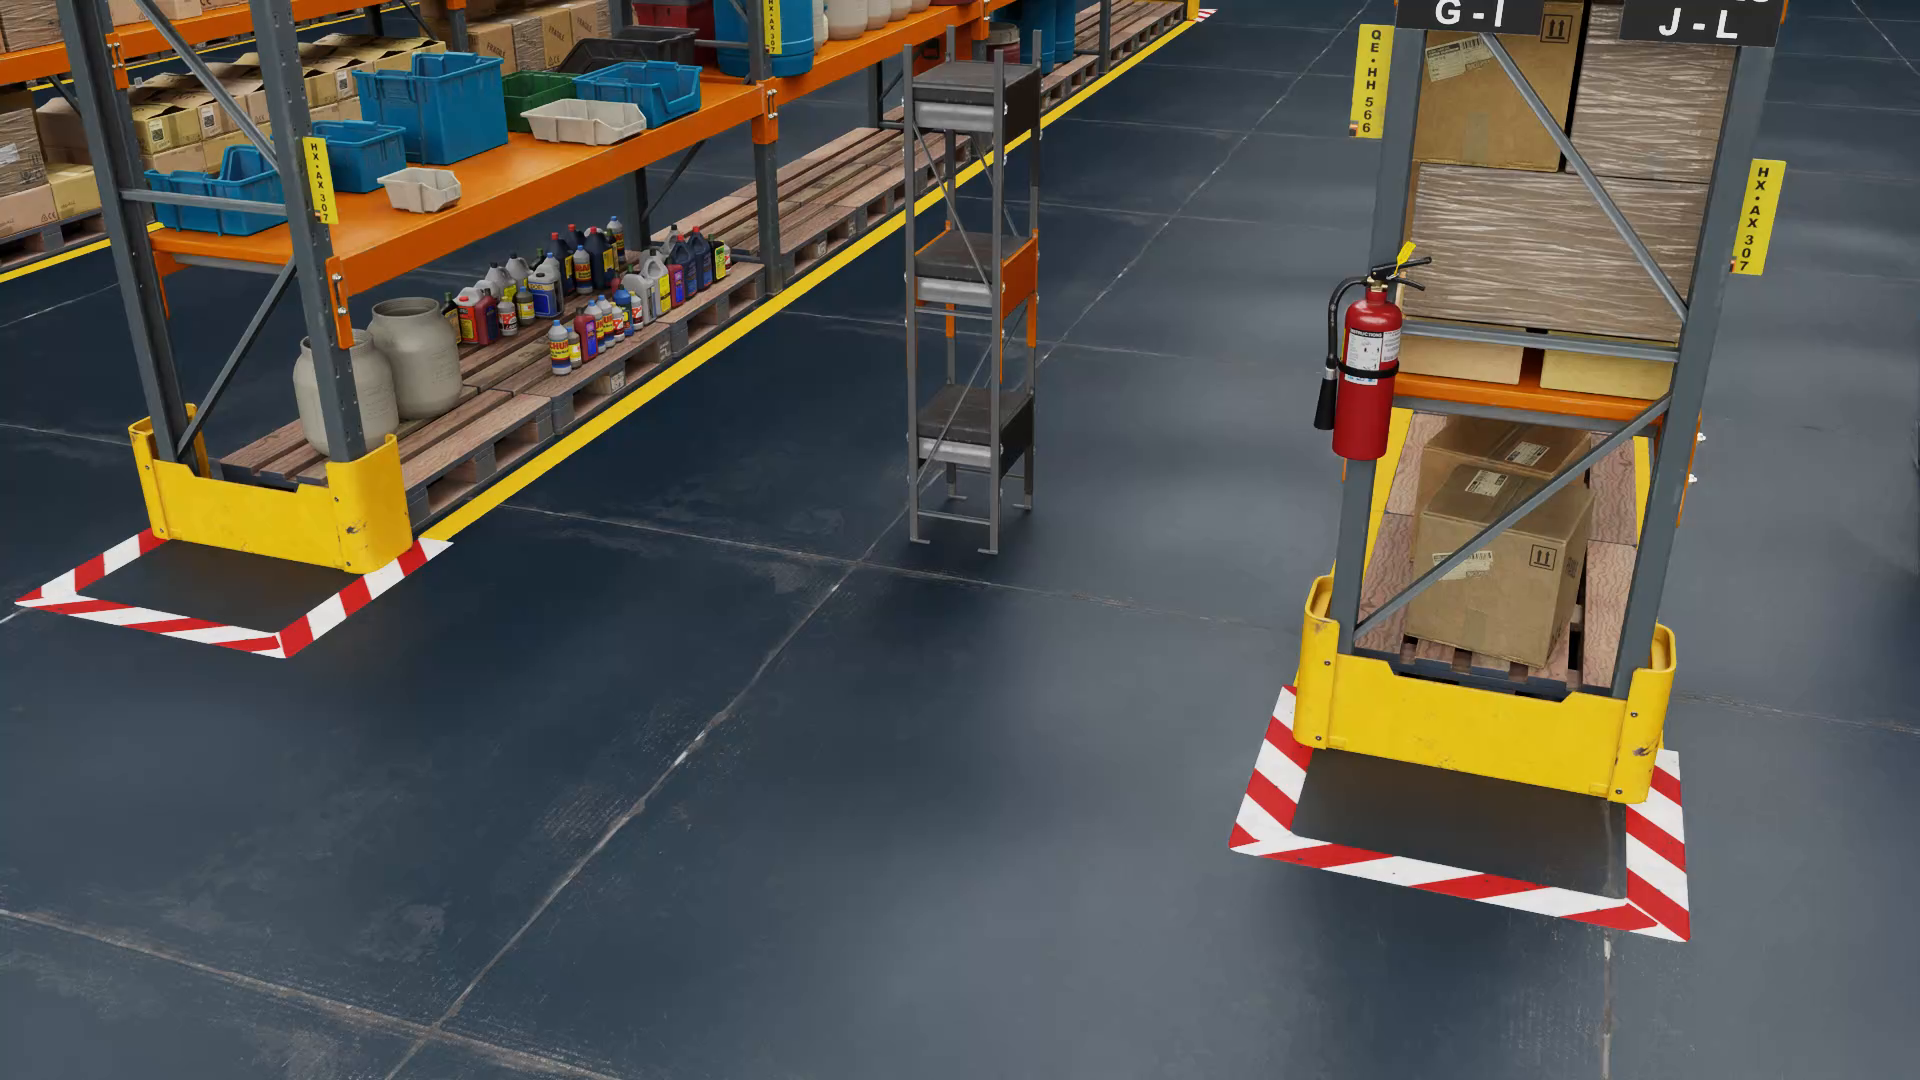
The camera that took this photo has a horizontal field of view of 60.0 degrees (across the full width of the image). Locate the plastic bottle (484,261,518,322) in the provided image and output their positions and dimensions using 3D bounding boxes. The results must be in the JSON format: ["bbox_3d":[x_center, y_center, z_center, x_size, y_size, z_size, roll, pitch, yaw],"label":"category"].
[{"bbox_3d":[-2.534,-1.367,9.165,0.144,0.351,0.185,10,28,20],"label":"plastic bottle"}]

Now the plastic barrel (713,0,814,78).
[{"bbox_3d":[-1.194,-3.302,10.052,0.600,0.901,0.708,9,27,17],"label":"plastic barrel"}]

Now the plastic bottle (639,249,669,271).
[{"bbox_3d":[-1.763,-1.559,9.649,0.152,0.276,0.135,9,27,17],"label":"plastic bottle"}]

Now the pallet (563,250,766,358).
[{"bbox_3d":[-1.871,-1.436,9.974,1.003,0.211,1.213,9,27,17],"label":"pallet"}]

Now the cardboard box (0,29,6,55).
[{"bbox_3d":[-6.589,-3.325,10.560,0.700,0.500,0.500,8,27,17],"label":"cardboard box"}]

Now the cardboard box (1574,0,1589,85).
[{"bbox_3d":[2.670,-2.031,6.399,0.500,0.500,0.500,9,27,17],"label":"cardboard box"}]

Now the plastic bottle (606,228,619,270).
[{"bbox_3d":[-2.109,-1.717,9.967,0.061,0.283,0.133,9,27,17],"label":"plastic bottle"}]

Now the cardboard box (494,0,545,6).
[{"bbox_3d":[-4.506,-5.598,16.874,0.500,0.250,0.500,8,27,16],"label":"cardboard box"}]

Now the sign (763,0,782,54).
[{"bbox_3d":[-1.093,-3.001,9.689,0.100,0.325,0.005,9,27,17],"label":"sign"}]

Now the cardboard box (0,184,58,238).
[{"bbox_3d":[-6.402,-2.206,11.038,0.500,0.250,0.500,9,27,17],"label":"cardboard box"}]

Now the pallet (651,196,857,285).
[{"bbox_3d":[-1.384,-2.034,11.209,1.003,0.211,1.213,9,27,17],"label":"pallet"}]

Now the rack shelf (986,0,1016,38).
[{"bbox_3d":[0.388,-5.103,15.173,1.077,0.370,4.000,9,27,17],"label":"rack shelf"}]

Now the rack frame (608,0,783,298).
[{"bbox_3d":[-1.608,-2.961,9.924,1.000,3.000,0.127,9,27,17],"label":"rack frame"}]

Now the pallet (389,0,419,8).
[{"bbox_3d":[-7.557,-7.234,21.950,1.003,0.211,1.213,9,27,17],"label":"pallet"}]

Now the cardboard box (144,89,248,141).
[{"bbox_3d":[-5.734,-3.223,12.495,0.500,0.311,0.500,8,27,17],"label":"cardboard box"}]

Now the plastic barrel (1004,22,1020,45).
[{"bbox_3d":[0.349,-4.587,15.654,0.421,0.512,0.421,0,26,0],"label":"plastic barrel"}]

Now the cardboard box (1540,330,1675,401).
[{"bbox_3d":[2.051,-0.569,5.270,0.380,0.149,0.250,9,27,17],"label":"cardboard box"}]

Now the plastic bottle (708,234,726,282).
[{"bbox_3d":[-1.457,-1.691,9.913,0.061,0.283,0.133,10,28,20],"label":"plastic bottle"}]

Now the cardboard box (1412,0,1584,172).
[{"bbox_3d":[1.681,-1.490,5.281,0.500,0.500,0.500,9,27,17],"label":"cardboard box"}]

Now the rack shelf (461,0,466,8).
[{"bbox_3d":[-4.281,-5.823,16.660,1.077,0.370,4.000,9,27,17],"label":"rack shelf"}]

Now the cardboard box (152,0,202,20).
[{"bbox_3d":[-5.790,-3.902,12.156,0.380,0.149,0.250,9,27,17],"label":"cardboard box"}]

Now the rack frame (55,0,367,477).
[{"bbox_3d":[-2.939,-1.317,6.529,1.000,3.000,0.127,9,27,17],"label":"rack frame"}]

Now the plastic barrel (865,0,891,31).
[{"bbox_3d":[-0.695,-3.863,11.630,0.433,0.535,0.433,0,26,0],"label":"plastic barrel"}]

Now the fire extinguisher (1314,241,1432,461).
[{"bbox_3d":[1.259,-0.584,5.103,0.296,0.674,0.183,9,27,17],"label":"fire extinguisher"}]

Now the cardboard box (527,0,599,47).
[{"bbox_3d":[-4.017,-5.180,16.870,0.500,0.500,0.500,8,27,16],"label":"cardboard box"}]

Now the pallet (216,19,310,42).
[{"bbox_3d":[-8.474,-6.102,19.611,1.003,0.211,1.213,9,27,17],"label":"pallet"}]

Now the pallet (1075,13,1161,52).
[{"bbox_3d":[1.666,-5.804,18.996,1.003,0.211,1.213,9,27,17],"label":"pallet"}]

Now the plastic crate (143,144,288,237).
[{"bbox_3d":[-3.055,-1.499,7.075,0.499,0.251,0.616,9,27,17],"label":"plastic crate"}]

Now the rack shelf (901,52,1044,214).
[{"bbox_3d":[0.055,-1.631,6.634,0.431,0.518,0.480,9,27,17],"label":"rack shelf"}]

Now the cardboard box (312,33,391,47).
[{"bbox_3d":[-5.398,-4.356,14.834,0.500,0.311,0.500,10,27,19],"label":"cardboard box"}]

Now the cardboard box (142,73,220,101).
[{"bbox_3d":[-6.078,-3.512,13.092,0.500,0.311,0.500,9,27,17],"label":"cardboard box"}]

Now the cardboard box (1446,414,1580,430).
[{"bbox_3d":[2.348,-0.422,7.067,0.500,0.500,0.500,11,28,22],"label":"cardboard box"}]

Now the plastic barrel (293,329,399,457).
[{"bbox_3d":[-2.792,-0.668,7.561,0.421,0.512,0.421,0,26,0],"label":"plastic barrel"}]

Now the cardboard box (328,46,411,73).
[{"bbox_3d":[-5.056,-4.063,14.229,0.500,0.311,0.500,8,27,17],"label":"cardboard box"}]

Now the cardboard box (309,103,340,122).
[{"bbox_3d":[-5.399,-3.394,13.492,0.500,0.250,0.500,9,27,18],"label":"cardboard box"}]

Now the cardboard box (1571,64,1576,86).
[{"bbox_3d":[2.378,-1.626,6.710,0.875,0.500,0.500,9,27,17],"label":"cardboard box"}]

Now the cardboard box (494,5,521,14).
[{"bbox_3d":[-4.685,-5.029,16.558,0.500,0.500,0.500,8,27,16],"label":"cardboard box"}]

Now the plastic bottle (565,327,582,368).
[{"bbox_3d":[-2.008,-0.998,8.576,0.097,0.201,0.097,0,26,0],"label":"plastic bottle"}]

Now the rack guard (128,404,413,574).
[{"bbox_3d":[-2.958,-0.230,7.152,1.175,0.500,0.348,9,27,17],"label":"rack guard"}]

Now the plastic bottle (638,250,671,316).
[{"bbox_3d":[-1.722,-1.449,9.335,0.144,0.351,0.185,9,27,17],"label":"plastic bottle"}]

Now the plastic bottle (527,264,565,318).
[{"bbox_3d":[-2.324,-1.398,9.316,0.152,0.276,0.135,9,27,17],"label":"plastic bottle"}]

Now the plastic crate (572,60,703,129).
[{"bbox_3d":[-1.720,-2.400,8.935,0.499,0.251,0.616,9,27,17],"label":"plastic crate"}]

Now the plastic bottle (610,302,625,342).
[{"bbox_3d":[-1.862,-1.178,8.948,0.097,0.201,0.097,0,26,0],"label":"plastic bottle"}]

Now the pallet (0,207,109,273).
[{"bbox_3d":[-6.582,-2.105,11.356,1.003,0.211,1.213,9,27,17],"label":"pallet"}]

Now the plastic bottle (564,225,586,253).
[{"bbox_3d":[-2.268,-1.695,9.844,0.144,0.351,0.185,10,27,19],"label":"plastic bottle"}]

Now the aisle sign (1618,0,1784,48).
[{"bbox_3d":[1.994,-1.700,4.336,0.394,0.787,0.004,9,27,17],"label":"aisle sign"}]

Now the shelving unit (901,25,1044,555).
[{"bbox_3d":[0.055,-1.013,6.933,0.431,2.100,0.503,9,27,17],"label":"shelving unit"}]
